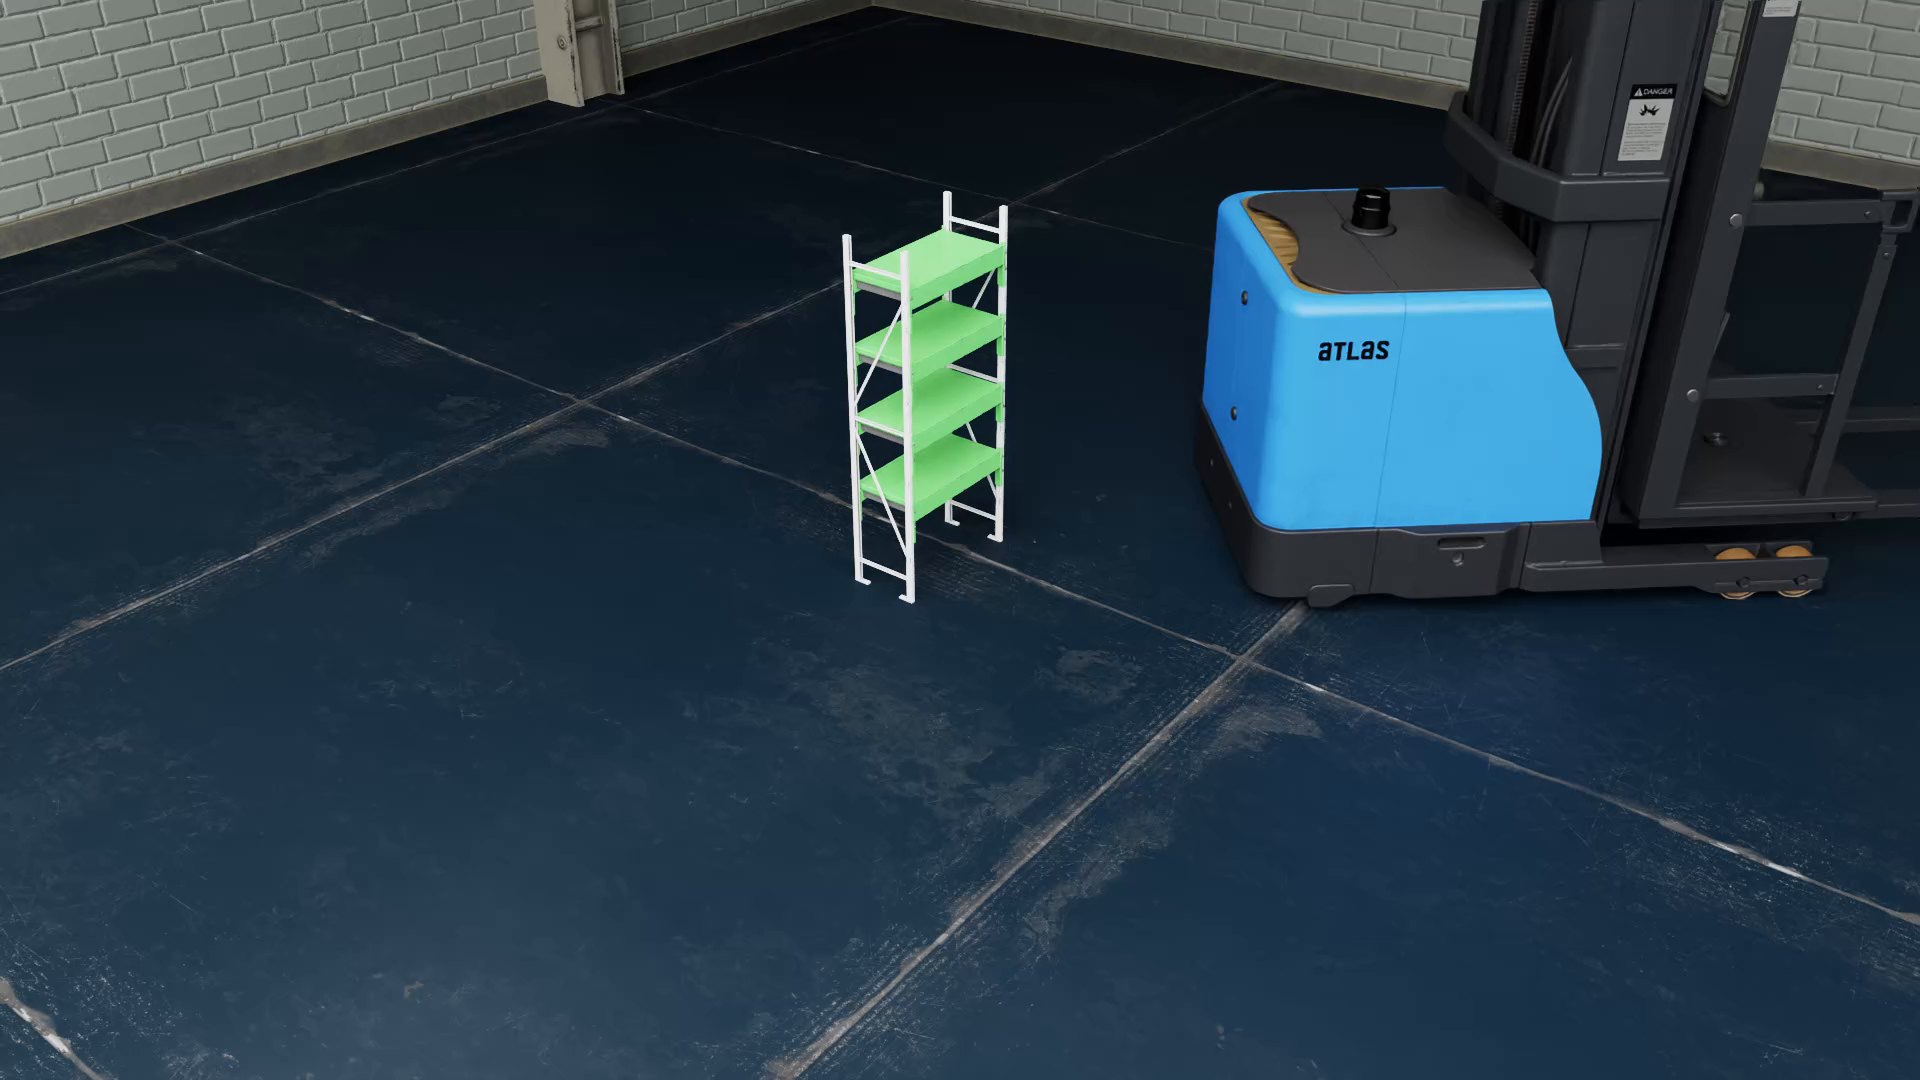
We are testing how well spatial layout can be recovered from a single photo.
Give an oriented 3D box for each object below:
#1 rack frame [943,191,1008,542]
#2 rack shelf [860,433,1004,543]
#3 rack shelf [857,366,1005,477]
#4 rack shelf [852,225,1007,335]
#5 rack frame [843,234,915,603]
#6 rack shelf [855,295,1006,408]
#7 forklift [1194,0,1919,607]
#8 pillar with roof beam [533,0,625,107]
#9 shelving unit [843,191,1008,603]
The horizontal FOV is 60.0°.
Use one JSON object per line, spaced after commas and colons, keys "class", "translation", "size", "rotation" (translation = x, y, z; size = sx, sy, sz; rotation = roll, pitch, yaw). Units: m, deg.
{"class": "rack frame", "translation": [0.047, -0.548, 5.498], "size": [0.240, 1.200, 0.015], "rotation": [21, 37, 31]}
{"class": "rack shelf", "translation": [-0.100, -0.187, 5.485], "size": [0.258, 0.148, 0.480], "rotation": [21, 37, 31]}
{"class": "rack shelf", "translation": [-0.100, -0.394, 5.363], "size": [0.258, 0.148, 0.480], "rotation": [21, 37, 31]}
{"class": "rack shelf", "translation": [-0.100, -0.807, 5.118], "size": [0.258, 0.148, 0.480], "rotation": [21, 37, 31]}
{"class": "rack frame", "translation": [-0.247, -0.350, 5.163], "size": [0.240, 1.200, 0.015], "rotation": [21, 37, 31]}
{"class": "rack shelf", "translation": [-0.100, -0.600, 5.241], "size": [0.258, 0.148, 0.480], "rotation": [21, 37, 31]}
{"class": "forklift", "translation": [2.401, -1.334, 5.127], "size": [3.031, 2.935, 1.130], "rotation": [-2, 31, -4]}
{"class": "pillar with roof beam", "translation": [1.075, -5.342, 5.937], "size": [9.100, 9.000, 0.400], "rotation": [21, 37, 31]}
{"class": "shelving unit", "translation": [-0.100, -0.449, 5.331], "size": [0.258, 1.200, 0.503], "rotation": [21, 37, 31]}
